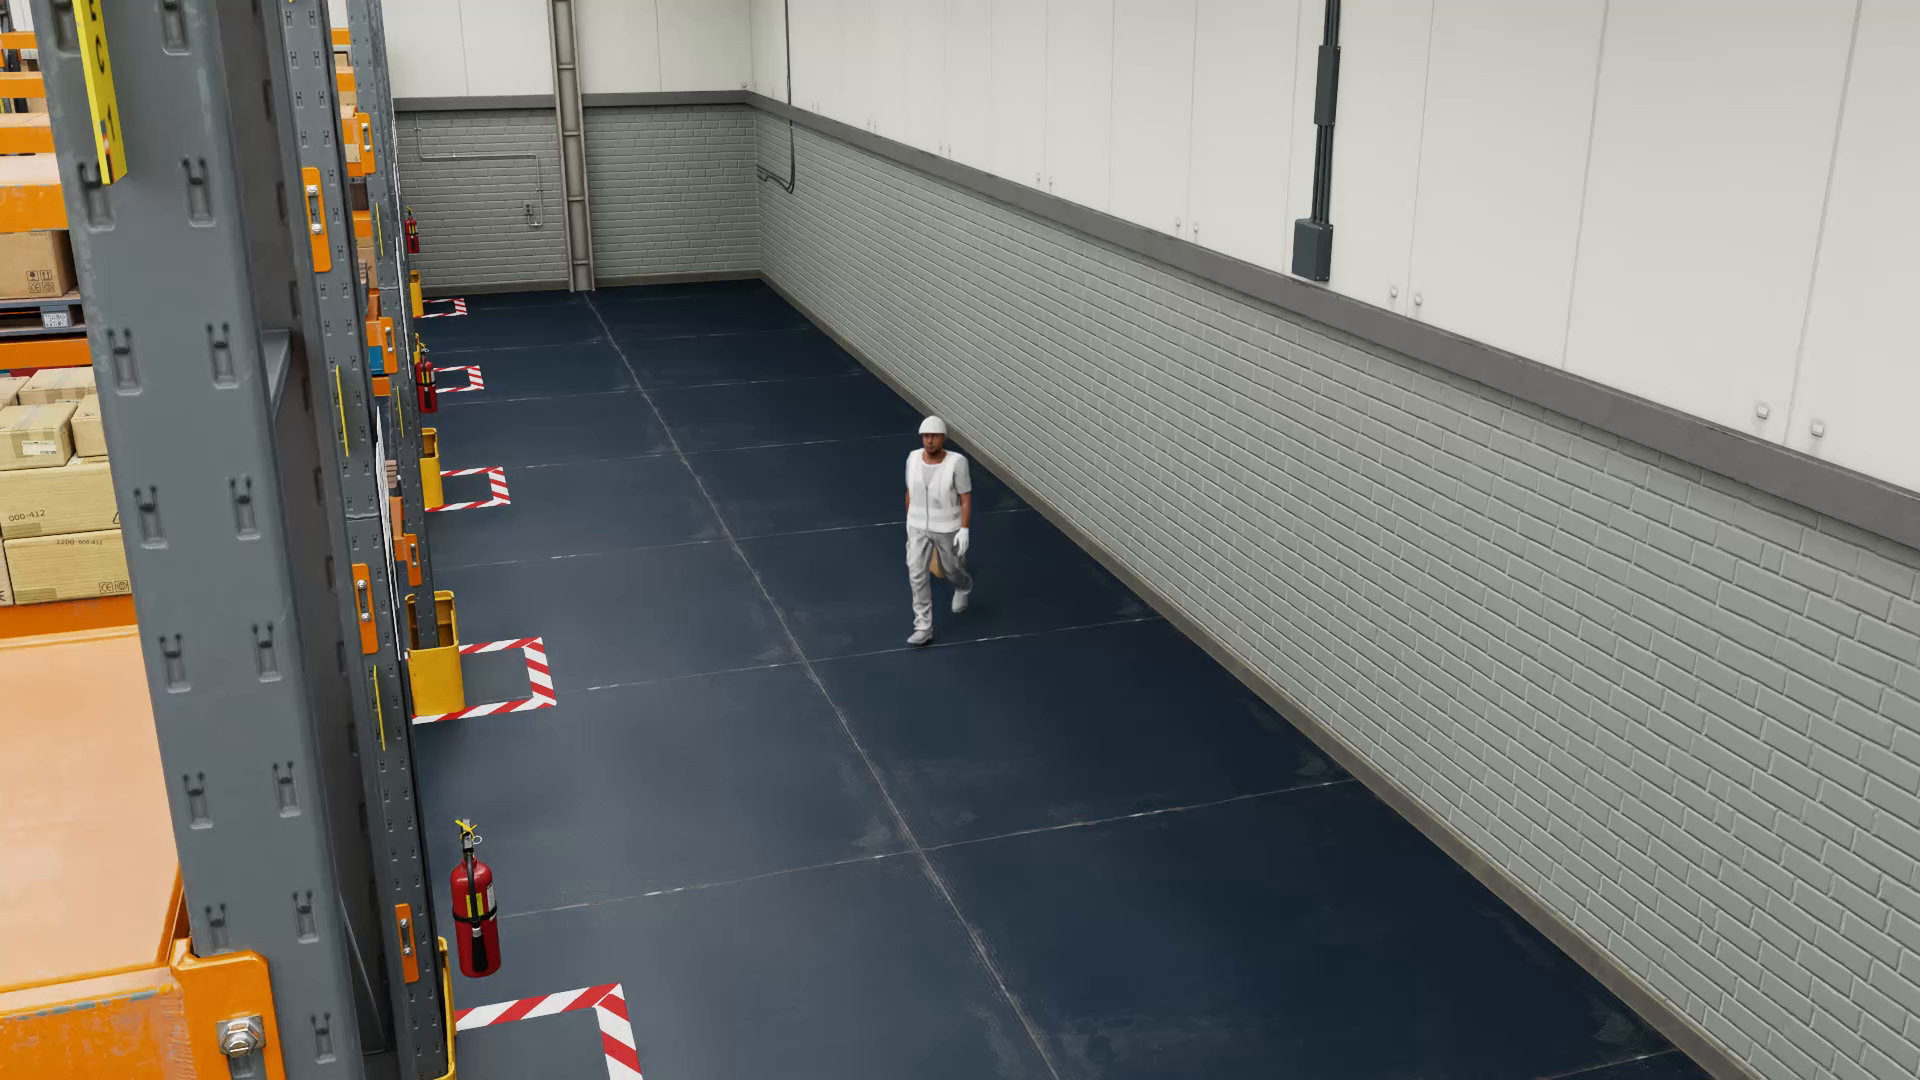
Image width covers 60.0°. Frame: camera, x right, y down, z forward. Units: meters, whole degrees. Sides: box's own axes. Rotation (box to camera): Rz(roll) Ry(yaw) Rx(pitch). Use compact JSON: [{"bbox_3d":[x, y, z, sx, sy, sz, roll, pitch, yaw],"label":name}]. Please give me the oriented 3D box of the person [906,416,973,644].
[{"bbox_3d":[-0.163,-0.118,12.942,0.581,1.757,0.947,6,20,18],"label":"person"}]
